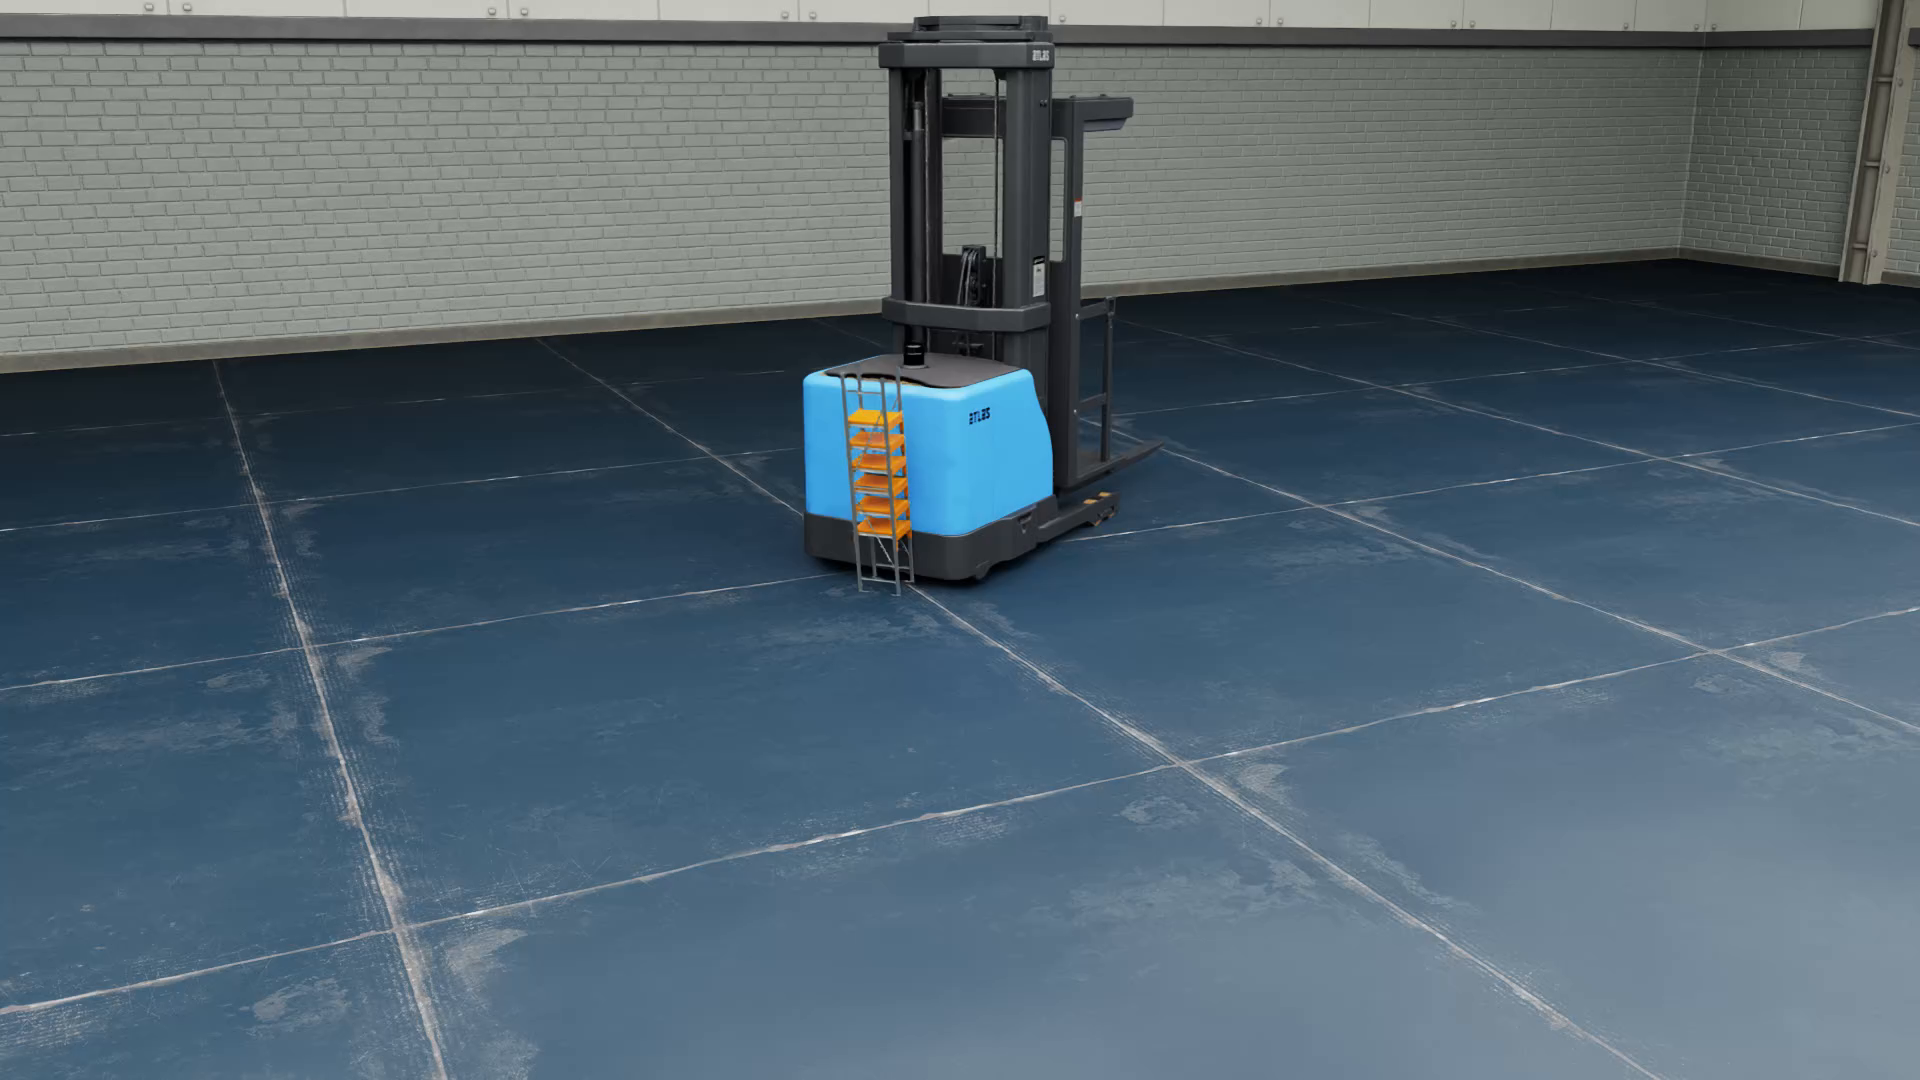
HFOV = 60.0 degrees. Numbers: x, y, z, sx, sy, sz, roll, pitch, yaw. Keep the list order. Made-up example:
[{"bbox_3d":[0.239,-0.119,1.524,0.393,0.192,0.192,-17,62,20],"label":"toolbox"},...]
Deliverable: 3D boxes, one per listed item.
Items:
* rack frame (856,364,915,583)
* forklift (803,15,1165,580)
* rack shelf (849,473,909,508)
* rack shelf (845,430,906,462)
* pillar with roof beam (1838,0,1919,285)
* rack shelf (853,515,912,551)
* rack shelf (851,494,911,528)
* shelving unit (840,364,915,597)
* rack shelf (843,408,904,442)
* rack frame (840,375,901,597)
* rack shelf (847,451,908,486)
[{"bbox_3d":[-0.386,-0.334,8.664,0.240,1.200,0.006,6,25,21],"label":"rack frame"},{"bbox_3d":[0.324,-1.550,9.837,1.130,2.935,3.031,9,18,30],"label":"forklift"},{"bbox_3d":[-0.418,-0.258,8.605,0.258,0.103,0.180,6,25,21],"label":"rack shelf"},{"bbox_3d":[-0.431,-0.478,8.509,0.258,0.103,0.180,6,25,21],"label":"rack shelf"},{"bbox_3d":[7.614,-7.097,18.168,9.100,9.000,0.400,-8,18,-25],"label":"pillar with roof beam"},{"bbox_3d":[-0.405,-0.038,8.700,0.258,0.103,0.180,6,25,21],"label":"rack shelf"},{"bbox_3d":[-0.411,-0.148,8.653,0.258,0.103,0.180,6,25,21],"label":"rack shelf"},{"bbox_3d":[-0.420,-0.299,8.587,0.258,1.200,0.189,6,25,21],"label":"shelving unit"},{"bbox_3d":[-0.437,-0.588,8.461,0.258,0.103,0.180,6,25,21],"label":"rack shelf"},{"bbox_3d":[-0.454,-0.263,8.510,0.240,1.200,0.006,6,25,21],"label":"rack frame"},{"bbox_3d":[-0.424,-0.368,8.557,0.258,0.103,0.180,6,25,21],"label":"rack shelf"}]
